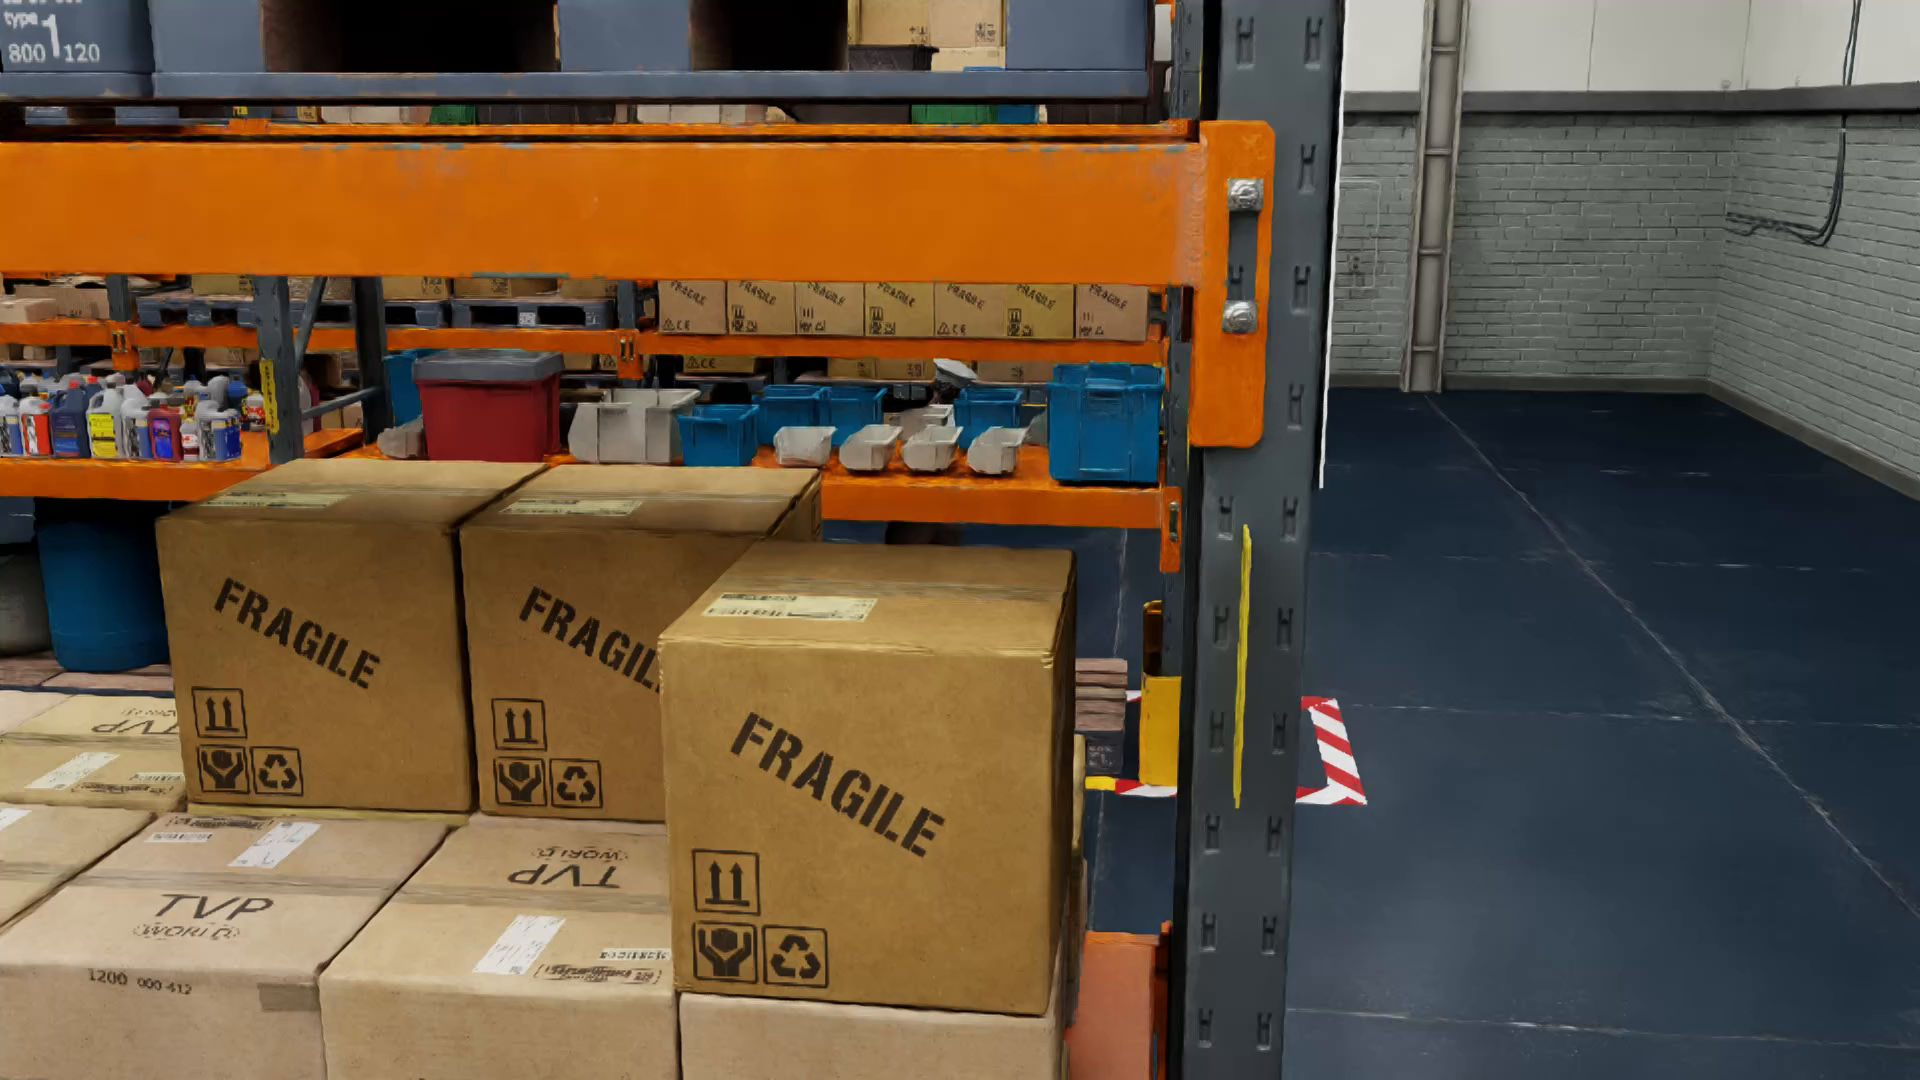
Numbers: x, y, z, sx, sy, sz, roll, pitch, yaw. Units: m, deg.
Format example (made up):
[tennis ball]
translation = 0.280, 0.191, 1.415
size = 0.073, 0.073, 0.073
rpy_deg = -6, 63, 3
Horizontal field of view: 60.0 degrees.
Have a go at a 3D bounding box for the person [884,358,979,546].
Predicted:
[person]
translation = -0.124, -0.090, 8.462
size = 0.530, 1.645, 0.509
rpy_deg = -11, 18, -37
